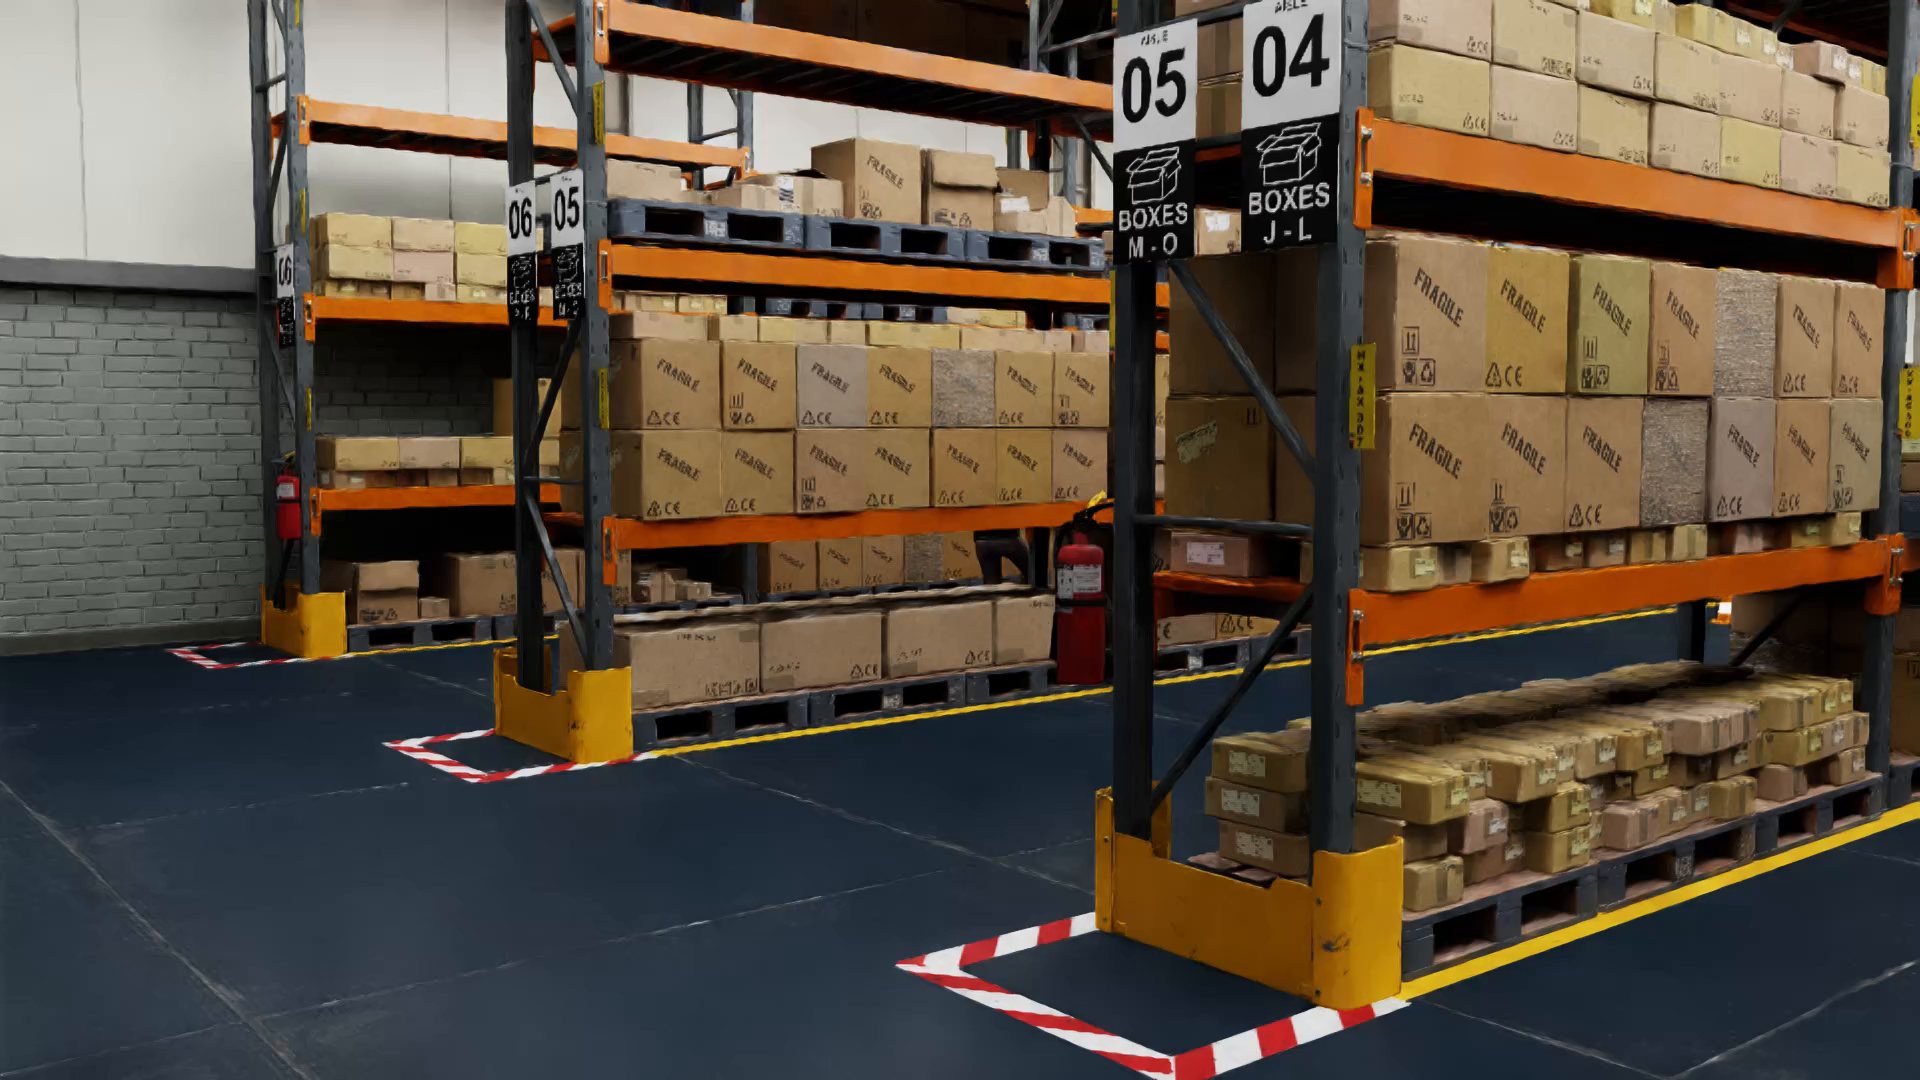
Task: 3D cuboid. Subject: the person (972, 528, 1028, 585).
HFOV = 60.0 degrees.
[{"bbox_3d":[0.362,-0.026,14.806,0.729,1.603,0.983,3,5,30],"label":"person"}]
